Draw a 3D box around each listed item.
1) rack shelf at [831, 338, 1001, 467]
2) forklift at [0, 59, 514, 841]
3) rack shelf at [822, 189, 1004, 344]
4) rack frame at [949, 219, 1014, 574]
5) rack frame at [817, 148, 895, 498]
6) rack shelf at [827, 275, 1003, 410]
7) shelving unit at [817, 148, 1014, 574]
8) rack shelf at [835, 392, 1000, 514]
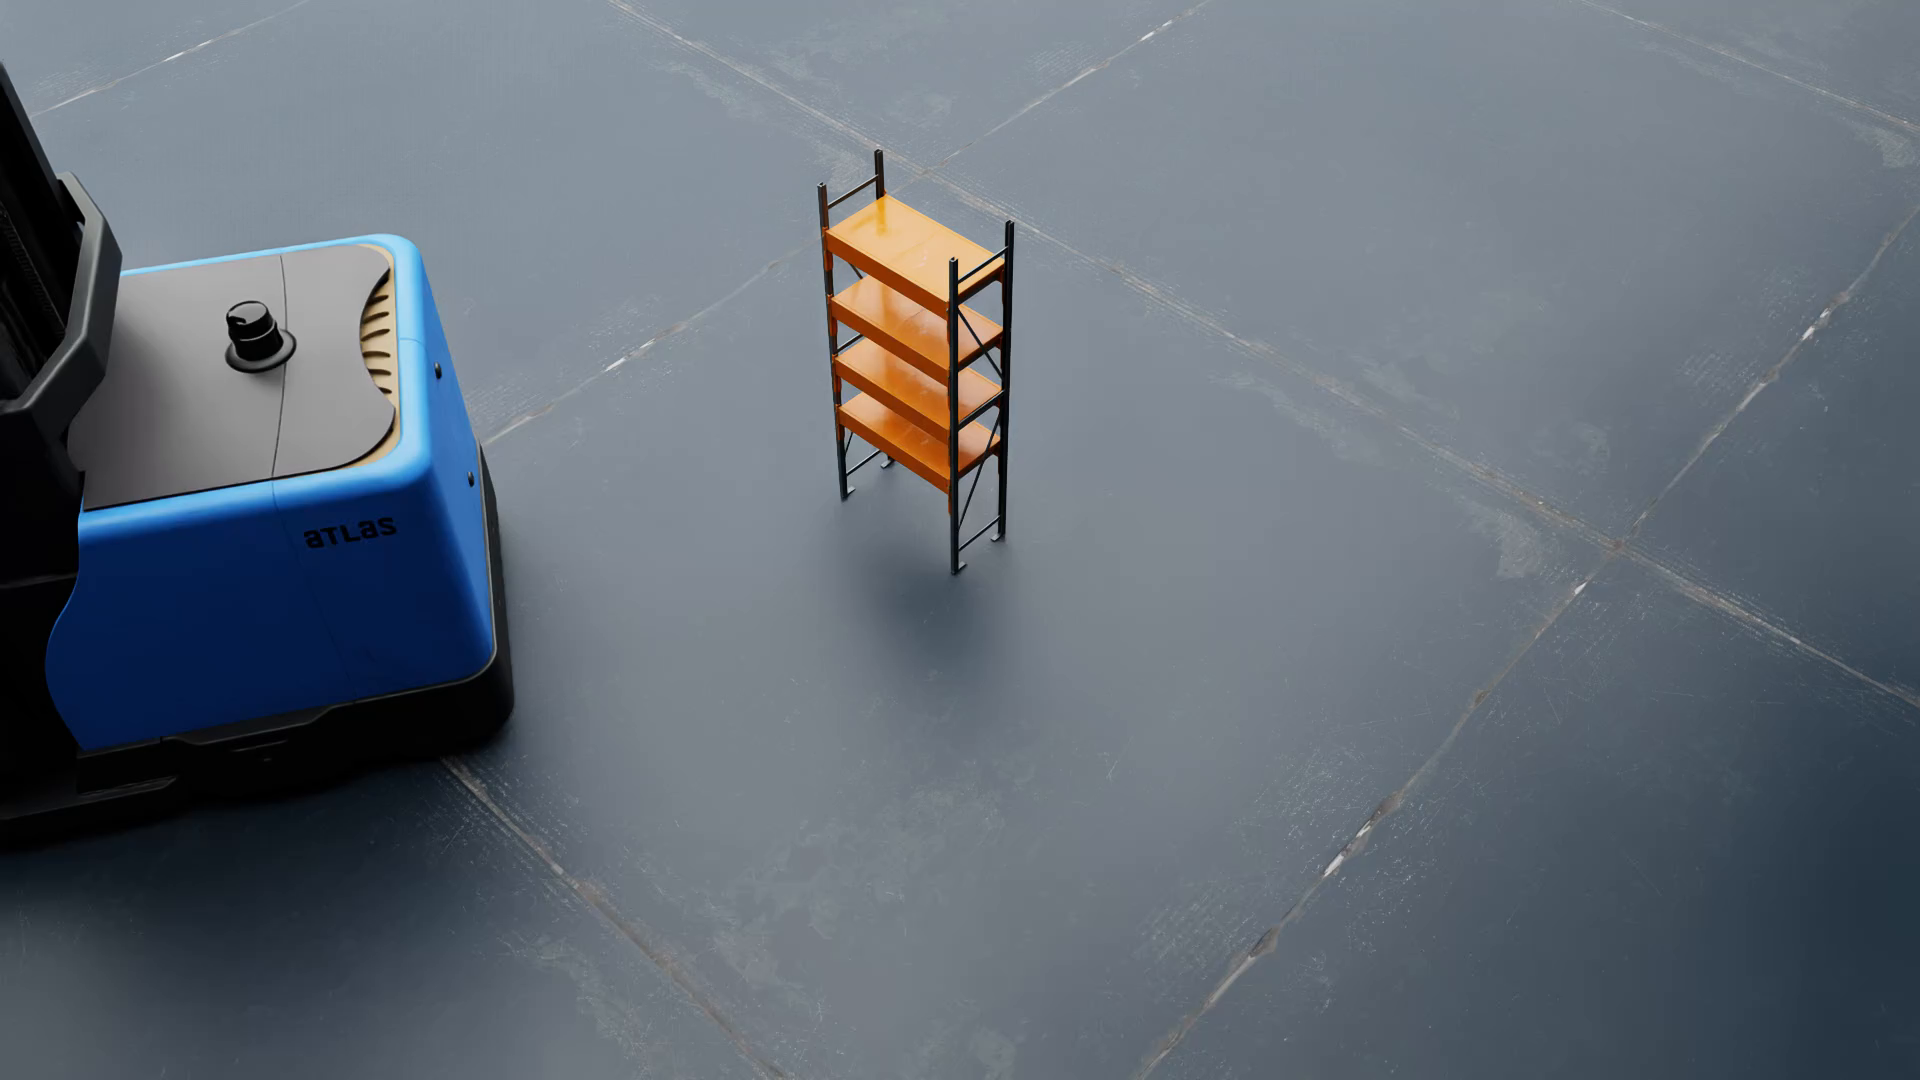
[{"bbox_3d":[-0.122,-0.446,4.938,0.480,0.148,0.258,34,55,28],"label":"rack shelf"},{"bbox_3d":[-2.838,-0.521,3.728,3.031,2.935,1.130,-11,48,-10],"label":"forklift"},{"bbox_3d":[-0.122,-0.762,4.603,0.480,0.148,0.258,34,55,28],"label":"rack shelf"},{"bbox_3d":[0.058,-0.372,4.776,0.015,1.200,0.240,34,55,28],"label":"rack frame"},{"bbox_3d":[-0.301,-0.613,5.003,0.015,1.200,0.240,34,55,28],"label":"rack frame"},{"bbox_3d":[-0.122,-0.600,4.775,0.480,0.148,0.258,34,55,28],"label":"rack shelf"},{"bbox_3d":[-0.122,-0.493,4.889,0.503,1.200,0.258,34,55,28],"label":"shelving unit"},{"bbox_3d":[-0.122,-0.311,5.083,0.480,0.148,0.258,34,55,28],"label":"rack shelf"}]
